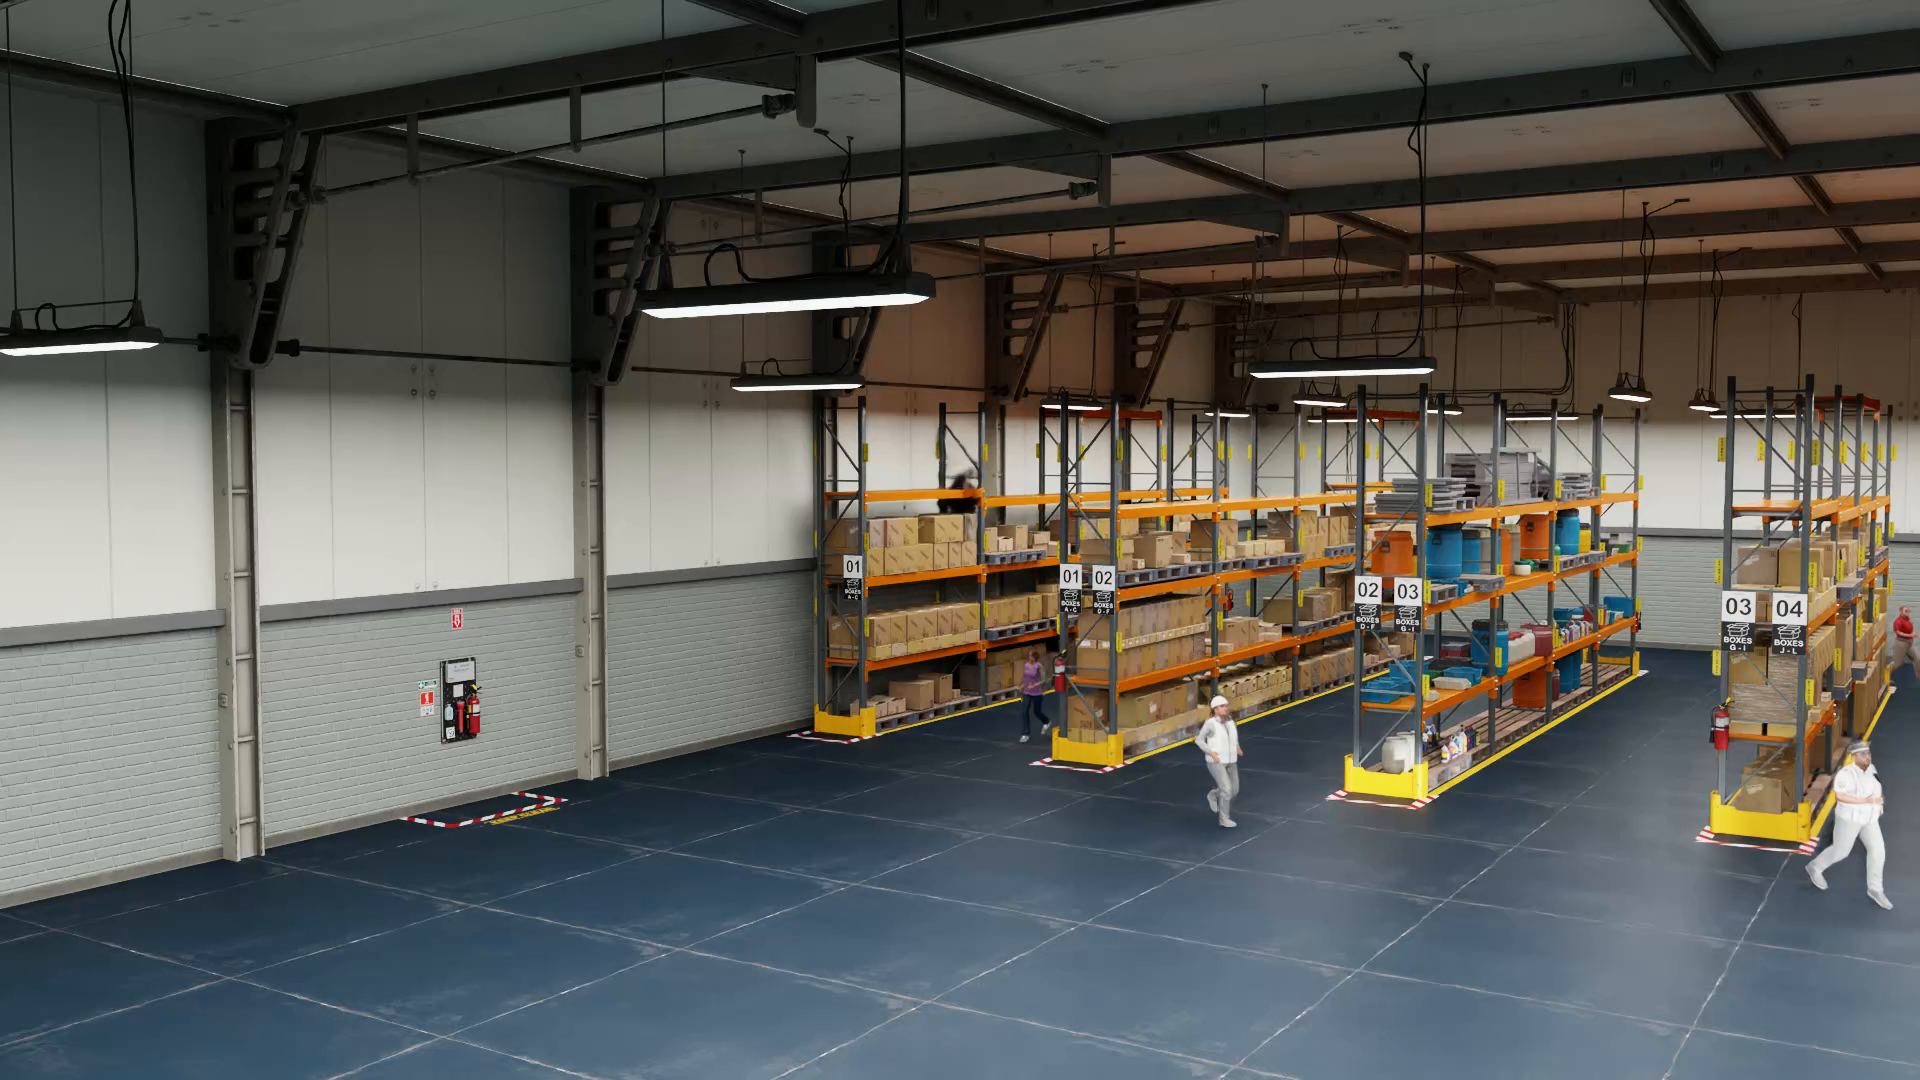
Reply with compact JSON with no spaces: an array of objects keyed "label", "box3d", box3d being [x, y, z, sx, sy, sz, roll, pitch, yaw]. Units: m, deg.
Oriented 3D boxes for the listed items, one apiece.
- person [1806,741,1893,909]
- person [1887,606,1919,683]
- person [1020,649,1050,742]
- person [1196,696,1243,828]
[{"label":"person","box3d":[10.024,3.136,18.656,0.671,1.825,0.963,-1,3,-16]},{"label":"person","box3d":[20.195,2.283,35.569,0.668,1.759,0.936,-2,4,-38]},{"label":"person","box3d":[1.279,2.682,28.898,0.559,1.586,0.855,2,4,34]},{"label":"person","box3d":[3.493,2.963,22.373,0.663,1.728,0.704,-2,3,-31]}]
